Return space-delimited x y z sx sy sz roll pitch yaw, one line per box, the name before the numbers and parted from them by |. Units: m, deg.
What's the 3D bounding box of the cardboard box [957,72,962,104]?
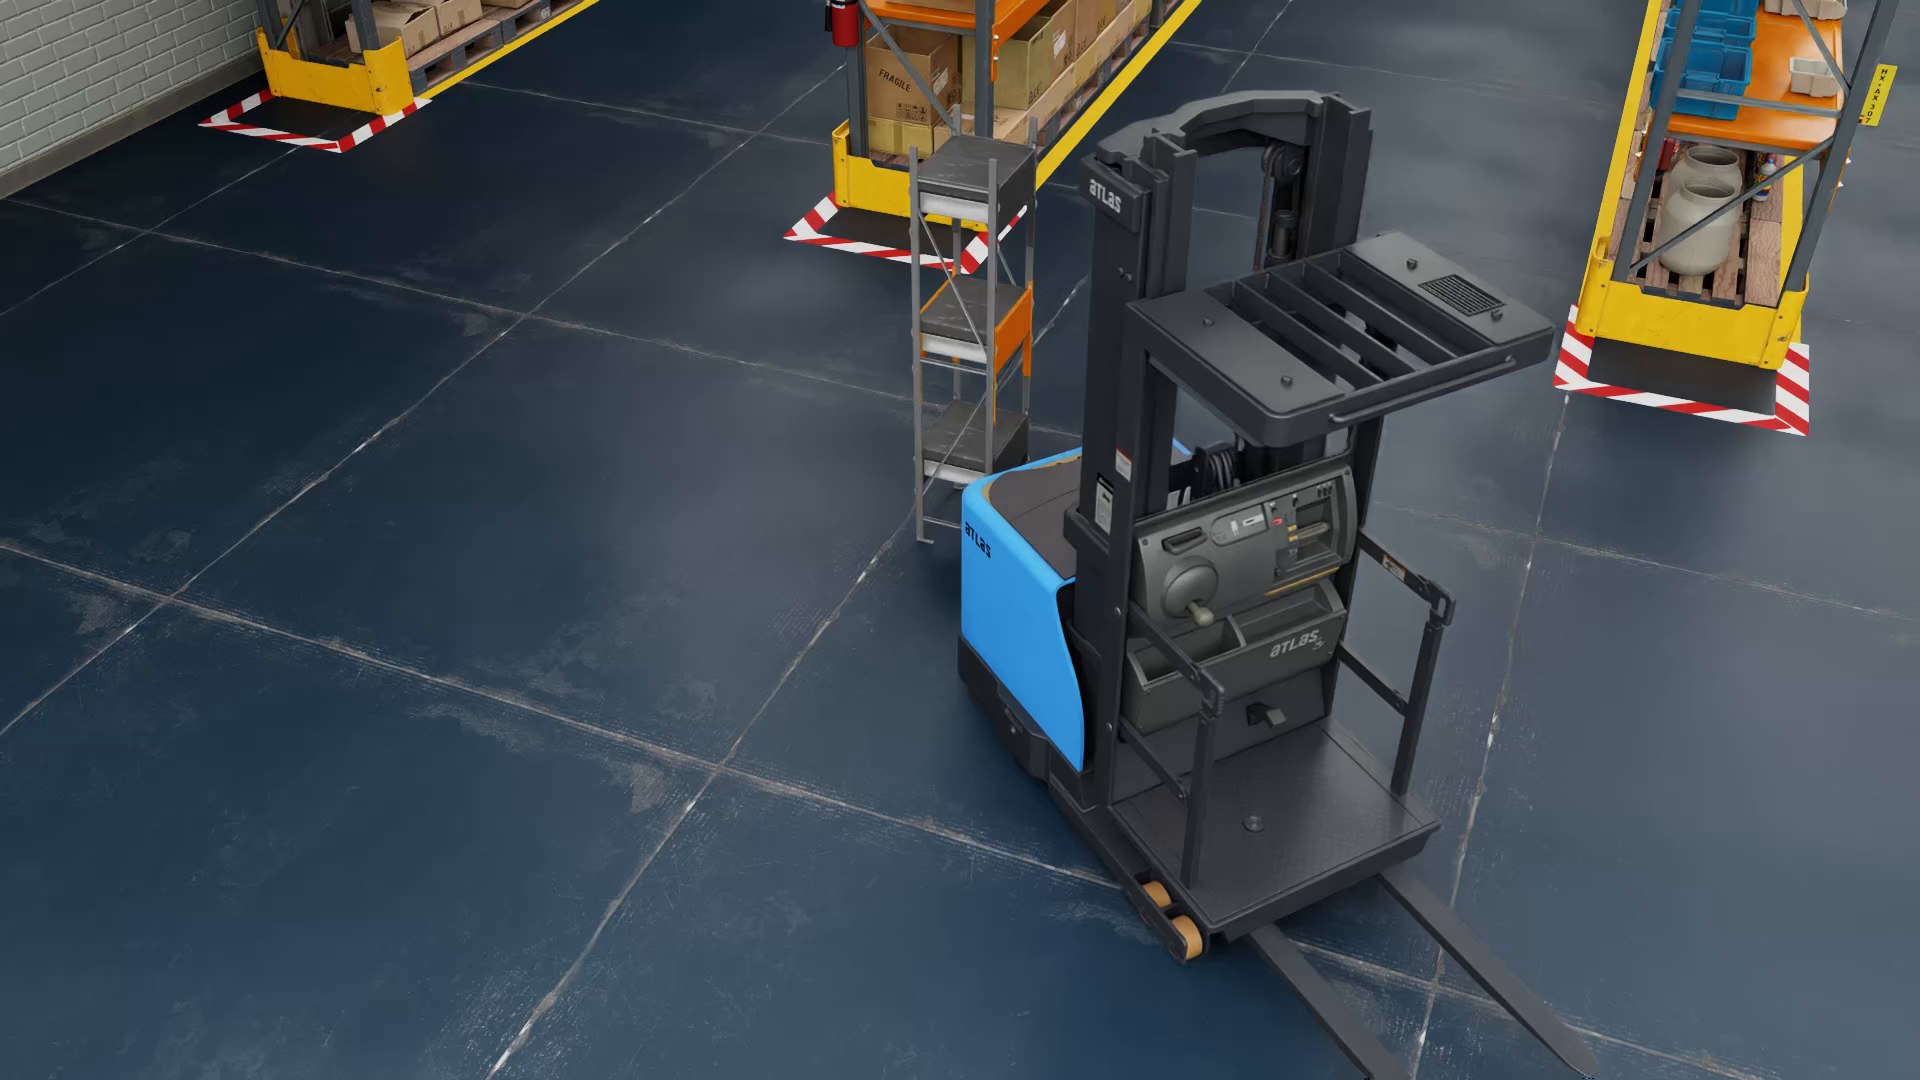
cardboard box | -0.155 -3.198 12.070 0.500 0.250 0.500 14 39 18

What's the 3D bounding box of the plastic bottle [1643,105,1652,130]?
plastic bottle | 4.912 -2.994 11.697 0.144 0.351 0.185 14 39 17

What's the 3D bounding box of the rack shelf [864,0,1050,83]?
rack shelf | 0.496 -4.306 12.208 1.077 0.370 4.000 14 39 18

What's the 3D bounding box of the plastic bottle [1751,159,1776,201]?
plastic bottle | 5.293 -2.373 10.932 0.097 0.271 0.097 0 37 0

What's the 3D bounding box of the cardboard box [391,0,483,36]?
cardboard box | -4.284 -4.391 13.599 0.500 0.311 0.500 17 40 21

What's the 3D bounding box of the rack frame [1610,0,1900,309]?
rack frame | 4.315 -2.357 8.999 1.000 3.000 0.127 14 39 18

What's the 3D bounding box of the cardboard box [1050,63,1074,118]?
cardboard box | 0.523 -3.355 12.280 0.500 0.250 0.500 14 39 18

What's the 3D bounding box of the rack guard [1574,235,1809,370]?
rack guard | 4.300 -1.408 9.818 1.175 0.500 0.348 14 39 18

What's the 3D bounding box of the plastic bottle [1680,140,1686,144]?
plastic bottle | 5.059 -2.945 11.693 0.152 0.276 0.135 14 39 18

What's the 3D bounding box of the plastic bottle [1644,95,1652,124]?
plastic bottle | 4.973 -3.121 11.923 0.061 0.283 0.133 16 40 20

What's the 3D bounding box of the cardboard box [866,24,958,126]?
cardboard box | -0.336 -3.219 11.472 0.500 0.500 0.500 14 39 18

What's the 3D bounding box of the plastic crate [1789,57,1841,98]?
plastic crate | 4.953 -2.673 9.643 0.298 0.136 0.250 14 39 18

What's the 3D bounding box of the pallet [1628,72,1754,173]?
pallet | 5.543 -3.092 12.312 1.003 0.211 1.213 14 39 18

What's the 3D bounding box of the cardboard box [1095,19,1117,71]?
cardboard box | 0.907 -3.907 13.020 0.500 0.250 0.500 14 39 18

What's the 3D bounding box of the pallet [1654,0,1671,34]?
pallet | 6.562 -4.576 14.297 1.003 0.211 1.213 14 39 18

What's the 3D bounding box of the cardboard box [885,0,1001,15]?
cardboard box | -0.075 -3.783 10.823 0.700 0.500 0.500 14 39 18

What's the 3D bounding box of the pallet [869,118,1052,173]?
pallet | -0.012 -2.803 11.926 1.003 0.211 1.213 14 39 18

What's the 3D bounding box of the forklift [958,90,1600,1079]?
forklift | 1.138 0.089 5.784 1.130 2.935 3.031 -18 40 -23

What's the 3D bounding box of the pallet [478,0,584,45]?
pallet | -4.011 -4.654 14.401 1.003 0.211 1.213 14 39 18

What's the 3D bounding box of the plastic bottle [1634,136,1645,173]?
plastic bottle | 4.636 -2.631 11.267 0.061 0.283 0.133 15 39 19

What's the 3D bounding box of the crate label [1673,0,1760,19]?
crate label | 4.765 -3.452 10.434 0.502 0.435 0.616 14 39 18

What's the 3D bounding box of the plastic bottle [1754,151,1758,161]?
plastic bottle | 5.538 -2.730 11.410 0.097 0.271 0.097 0 37 0

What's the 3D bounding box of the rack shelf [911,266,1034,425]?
rack shelf | 0.063 -0.922 7.854 0.431 0.518 0.480 14 39 18

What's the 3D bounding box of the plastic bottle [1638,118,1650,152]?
plastic bottle | 4.782 -2.769 11.458 0.152 0.276 0.135 13 39 16

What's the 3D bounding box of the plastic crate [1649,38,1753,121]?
plastic crate | 4.229 -2.642 9.506 0.499 0.251 0.616 14 39 18

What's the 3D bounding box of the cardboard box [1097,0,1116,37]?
cardboard box | 0.895 -4.211 12.799 0.500 0.500 0.500 14 39 18

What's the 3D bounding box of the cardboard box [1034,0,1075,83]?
cardboard box | 0.512 -3.658 12.059 0.500 0.500 0.500 14 39 18

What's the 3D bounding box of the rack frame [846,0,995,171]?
rack frame | -0.264 -3.487 10.511 1.000 3.000 0.127 14 39 18

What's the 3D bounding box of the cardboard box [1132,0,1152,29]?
cardboard box | 1.283 -4.462 13.762 0.500 0.250 0.500 14 39 18

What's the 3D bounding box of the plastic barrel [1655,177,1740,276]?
plastic barrel | 4.495 -1.910 10.129 0.421 0.512 0.421 0 37 0

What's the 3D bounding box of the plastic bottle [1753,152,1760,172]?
plastic bottle | 5.461 -2.618 11.260 0.097 0.271 0.097 0 37 0

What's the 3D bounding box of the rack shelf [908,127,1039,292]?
rack shelf | 0.063 -1.482 7.435 0.431 0.518 0.480 14 39 18

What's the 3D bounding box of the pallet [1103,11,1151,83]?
pallet | 0.916 -4.154 13.733 1.003 0.211 1.213 14 39 18

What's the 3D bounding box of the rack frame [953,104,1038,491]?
rack frame | 0.156 -1.068 8.026 0.400 2.100 0.015 14 39 18

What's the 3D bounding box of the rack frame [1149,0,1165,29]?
rack frame | 1.257 -5.702 13.474 1.000 3.000 0.127 14 39 18

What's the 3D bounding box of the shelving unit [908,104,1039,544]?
shelving unit | 0.063 -0.933 7.846 0.431 2.100 0.503 14 39 18

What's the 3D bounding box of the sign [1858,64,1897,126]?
sign | 4.822 -2.340 8.745 0.100 0.325 0.005 14 39 18

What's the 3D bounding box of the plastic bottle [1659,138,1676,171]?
plastic bottle | 4.828 -2.671 11.321 0.061 0.283 0.133 14 39 18

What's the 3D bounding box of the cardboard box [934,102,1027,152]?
cardboard box | 0.145 -2.800 11.538 0.500 0.250 0.500 14 39 18

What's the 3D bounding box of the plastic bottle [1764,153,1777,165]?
plastic bottle | 5.396 -2.499 11.091 0.061 0.283 0.133 14 39 18

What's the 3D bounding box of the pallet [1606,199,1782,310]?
pallet | 4.614 -1.741 10.505 1.003 0.211 1.213 14 39 18

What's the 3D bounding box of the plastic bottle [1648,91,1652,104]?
plastic bottle | 5.146 -3.334 12.152 0.144 0.351 0.185 15 39 19
